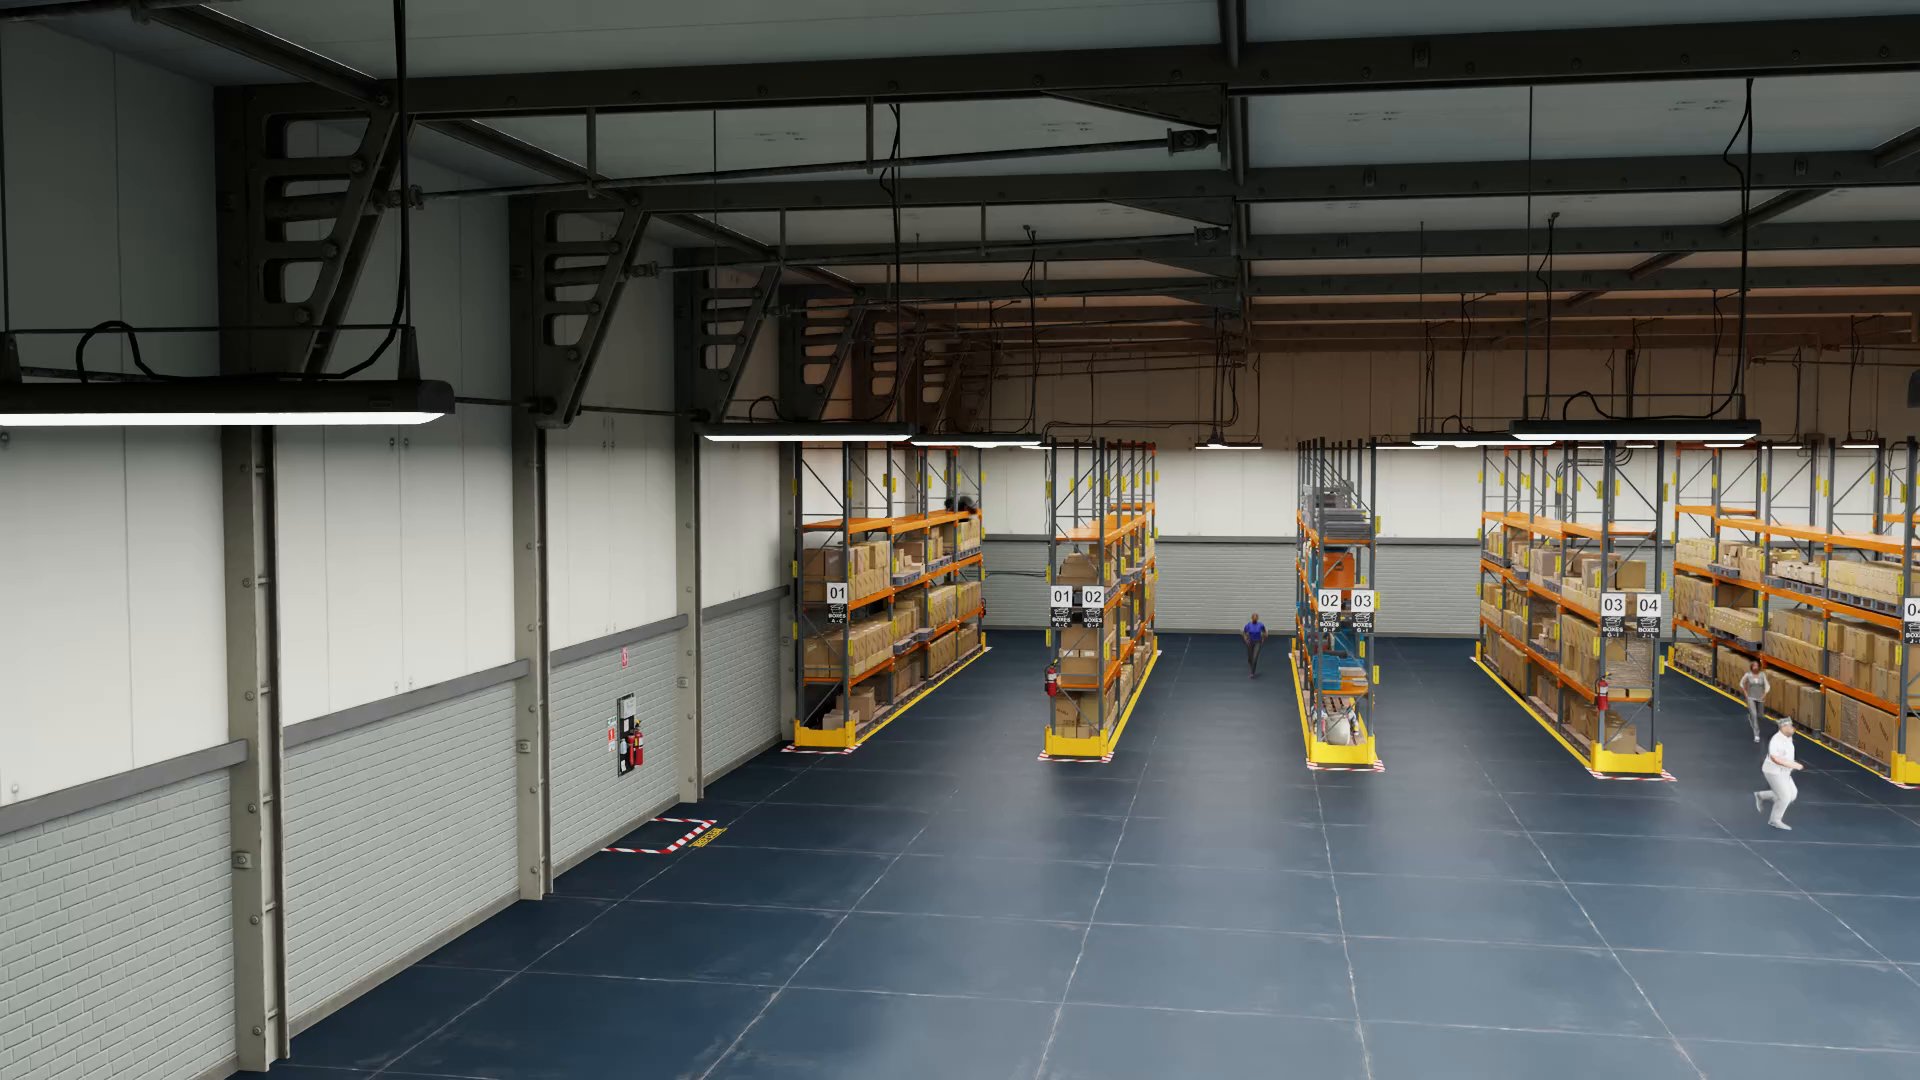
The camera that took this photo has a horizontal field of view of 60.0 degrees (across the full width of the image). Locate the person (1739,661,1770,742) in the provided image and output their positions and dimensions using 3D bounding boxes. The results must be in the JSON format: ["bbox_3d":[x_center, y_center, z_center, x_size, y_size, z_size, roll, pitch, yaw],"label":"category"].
[{"bbox_3d":[15.891,3.203,33.253,0.520,1.580,0.925,1,3,10],"label":"person"}]

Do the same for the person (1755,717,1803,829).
[{"bbox_3d":[12.492,3.533,25.345,0.700,1.739,0.703,3,4,40],"label":"person"}]

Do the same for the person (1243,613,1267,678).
[{"bbox_3d":[7.525,2.680,42.478,0.598,1.637,0.761,1,3,11],"label":"person"}]

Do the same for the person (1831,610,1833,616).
[{"bbox_3d":[23.549,2.509,45.273,0.600,1.619,0.622,1,3,16],"label":"person"}]
